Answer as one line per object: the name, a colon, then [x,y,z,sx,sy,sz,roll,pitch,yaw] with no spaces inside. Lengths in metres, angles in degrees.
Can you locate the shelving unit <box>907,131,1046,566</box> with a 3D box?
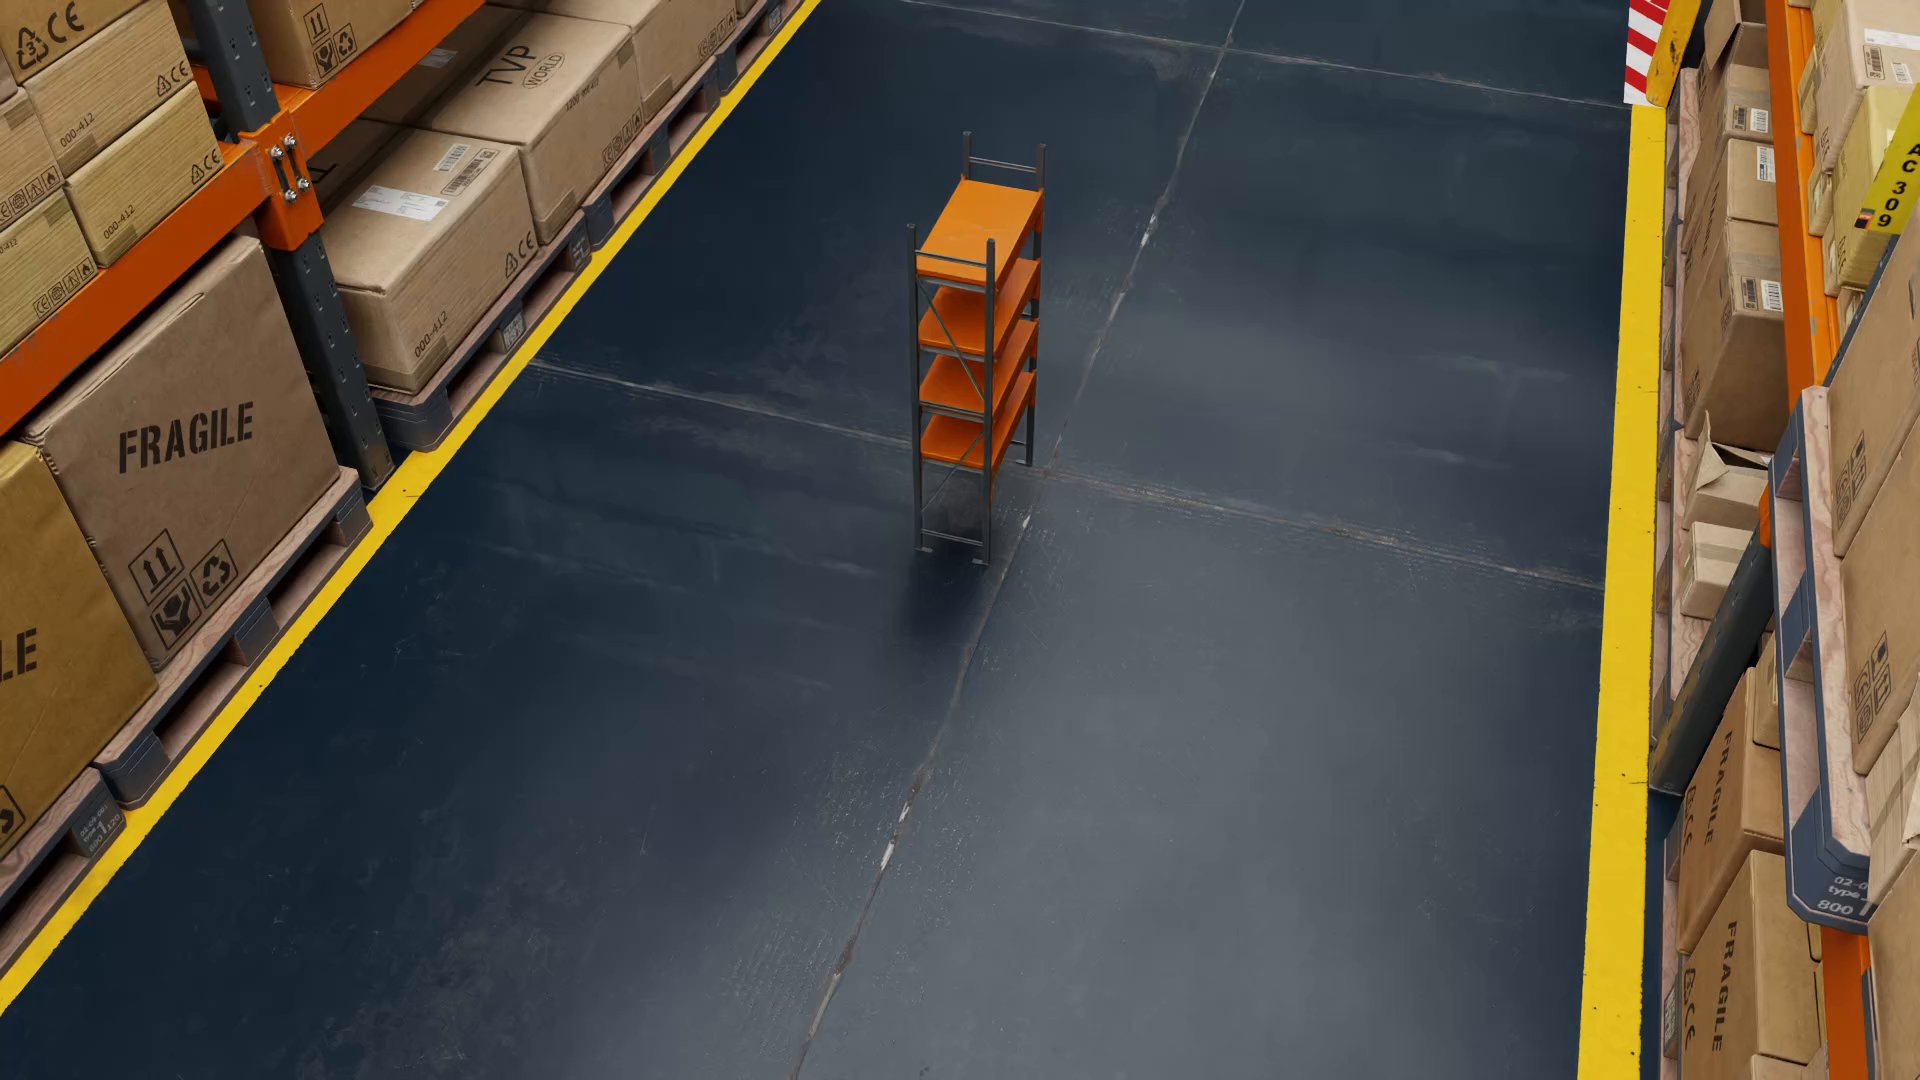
shelving unit: [0.050,-0.539,4.943,0.258,1.200,0.503,13,46,13]

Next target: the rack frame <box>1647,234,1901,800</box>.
rack frame: [2.376,-0.321,3.434,1.000,3.000,0.127,13,46,13]

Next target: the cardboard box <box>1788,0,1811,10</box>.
cardboard box: [2.728,-1.709,5.031,0.380,0.149,0.250,14,46,13]

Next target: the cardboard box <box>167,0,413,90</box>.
cardboard box: [-1.964,-1.663,4.733,0.500,0.500,0.500,14,46,14]

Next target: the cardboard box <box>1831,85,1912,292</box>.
cardboard box: [2.298,-0.765,3.782,0.500,0.250,0.500,14,46,14]

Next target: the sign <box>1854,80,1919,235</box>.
sign: [1.856,-0.740,3.243,0.100,0.325,0.005,13,46,13]

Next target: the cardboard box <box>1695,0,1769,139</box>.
cardboard box: [3.312,-1.858,6.488,0.797,0.503,0.637,11,45,11]

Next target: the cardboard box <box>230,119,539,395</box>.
cardboard box: [-2.063,-1.000,5.659,0.875,0.438,0.875,12,46,12]

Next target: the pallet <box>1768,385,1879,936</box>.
pallet: [2.030,0.257,2.980,1.003,0.211,1.213,13,46,13]

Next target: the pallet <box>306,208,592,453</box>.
pallet: [-2.051,-0.864,5.982,1.003,0.211,1.213,13,46,13]

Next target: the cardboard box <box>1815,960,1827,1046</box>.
cardboard box: [1.867,0.933,3.175,0.380,0.149,0.250,12,46,12]

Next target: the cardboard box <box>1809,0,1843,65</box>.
cardboard box: [2.599,-1.432,4.463,0.500,0.250,0.500,12,46,12]

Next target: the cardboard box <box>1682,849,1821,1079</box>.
cardboard box: [1.863,1.054,3.515,0.500,0.500,0.500,12,46,12]

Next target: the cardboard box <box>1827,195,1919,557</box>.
cardboard box: [2.016,-0.232,2.971,0.700,0.500,0.500,14,46,14]

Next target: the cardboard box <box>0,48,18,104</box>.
cardboard box: [-2.401,-1.066,3.408,0.500,0.500,0.500,13,46,13]

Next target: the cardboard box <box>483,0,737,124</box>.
cardboard box: [-1.518,-2.198,6.883,0.875,0.438,0.875,14,46,14]

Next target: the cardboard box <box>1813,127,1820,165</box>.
cardboard box: [2.451,-1.023,4.330,0.380,0.149,0.250,14,46,14]

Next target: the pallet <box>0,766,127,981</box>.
pallet: [-2.885,0.973,4.105,1.003,0.211,1.213,13,46,13]

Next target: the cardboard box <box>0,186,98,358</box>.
cardboard box: [-2.407,-0.625,3.851,0.500,0.250,0.500,12,46,12]

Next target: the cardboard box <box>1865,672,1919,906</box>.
cardboard box: [1.589,0.422,2.470,0.396,0.266,0.258,15,46,14]

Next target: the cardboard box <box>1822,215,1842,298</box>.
cardboard box: [2.290,-0.676,3.975,0.380,0.149,0.250,14,46,14]

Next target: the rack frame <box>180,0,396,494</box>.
rack frame: [-2.356,-1.370,4.505,1.000,3.000,0.127,13,46,13]

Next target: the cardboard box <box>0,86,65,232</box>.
cardboard box: [-2.402,-0.815,3.688,0.500,0.250,0.500,14,46,13]

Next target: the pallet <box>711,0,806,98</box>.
pallet: [-1.312,-2.490,7.644,1.003,0.211,1.213,13,46,13]

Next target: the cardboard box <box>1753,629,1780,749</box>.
cardboard box: [2.014,0.373,3.747,0.380,0.149,0.250,15,46,14]

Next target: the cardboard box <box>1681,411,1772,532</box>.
cardboard box: [2.373,-0.166,4.929,0.396,0.266,0.258,14,46,14]

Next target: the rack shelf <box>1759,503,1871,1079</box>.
rack shelf: [1.770,1.269,2.323,1.077,0.370,4.000,13,46,13]

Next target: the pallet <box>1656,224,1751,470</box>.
pallet: [2.952,-0.598,5.710,1.003,0.211,1.213,13,46,13]

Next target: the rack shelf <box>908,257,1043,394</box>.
rack shelf: [0.050,-0.651,4.834,0.258,0.148,0.480,13,46,13]

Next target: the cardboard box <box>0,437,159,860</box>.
cardboard box: [-2.733,0.273,4.045,0.875,0.875,0.875,14,46,14]

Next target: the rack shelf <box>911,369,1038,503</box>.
rack shelf: [0.050,-0.349,5.129,0.258,0.148,0.480,13,46,13]

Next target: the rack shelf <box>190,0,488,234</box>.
rack shelf: [-1.750,-2.446,6.119,1.077,0.370,4.000,13,46,13]

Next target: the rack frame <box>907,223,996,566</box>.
rack frame: [-0.024,-0.377,4.777,0.240,1.200,0.015,13,46,13]

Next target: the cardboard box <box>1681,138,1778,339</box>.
cardboard box: [2.760,-0.964,5.577,0.500,0.500,0.500,13,46,13]
